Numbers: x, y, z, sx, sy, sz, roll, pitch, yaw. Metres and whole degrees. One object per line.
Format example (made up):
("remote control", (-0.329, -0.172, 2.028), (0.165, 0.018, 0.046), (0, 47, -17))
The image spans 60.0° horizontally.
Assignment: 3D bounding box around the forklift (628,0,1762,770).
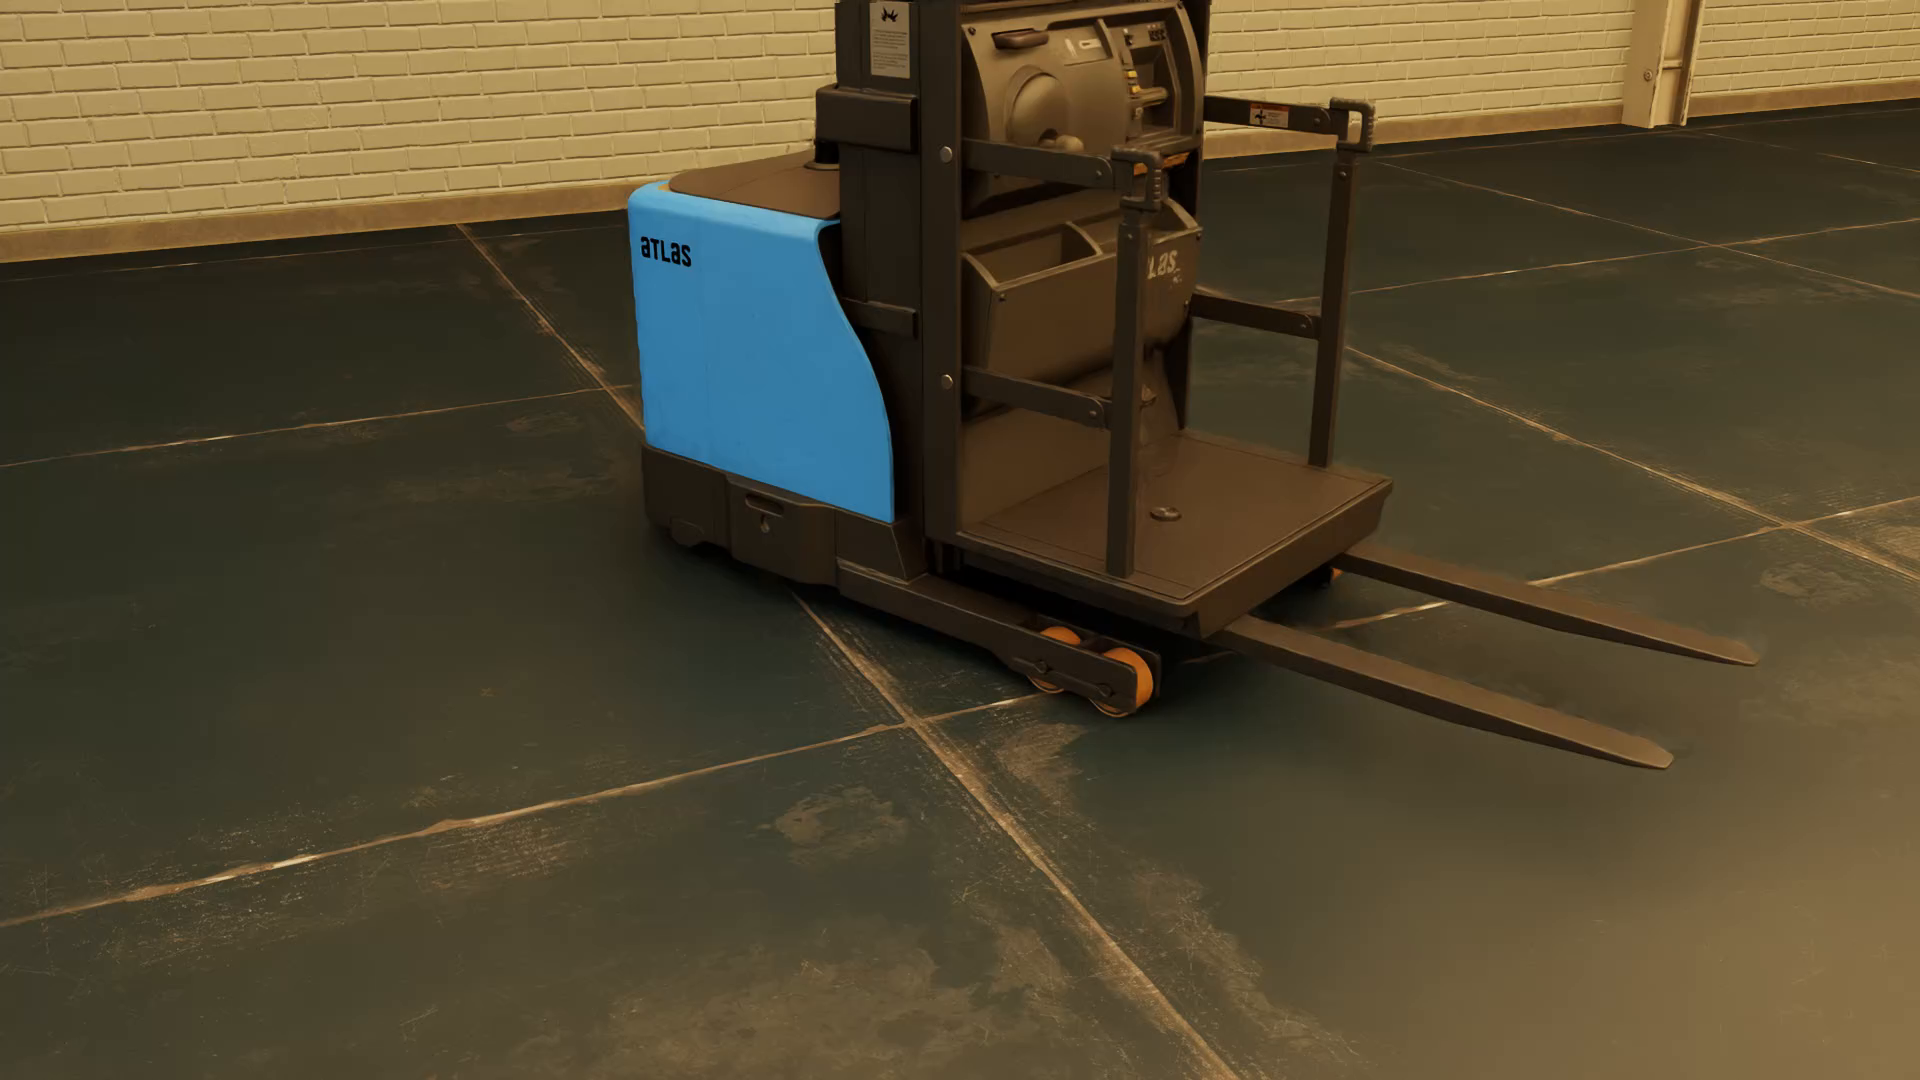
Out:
("forklift", (0.492, -1.149, 4.053), (3.031, 2.935, 1.130), (18, 28, 36))
